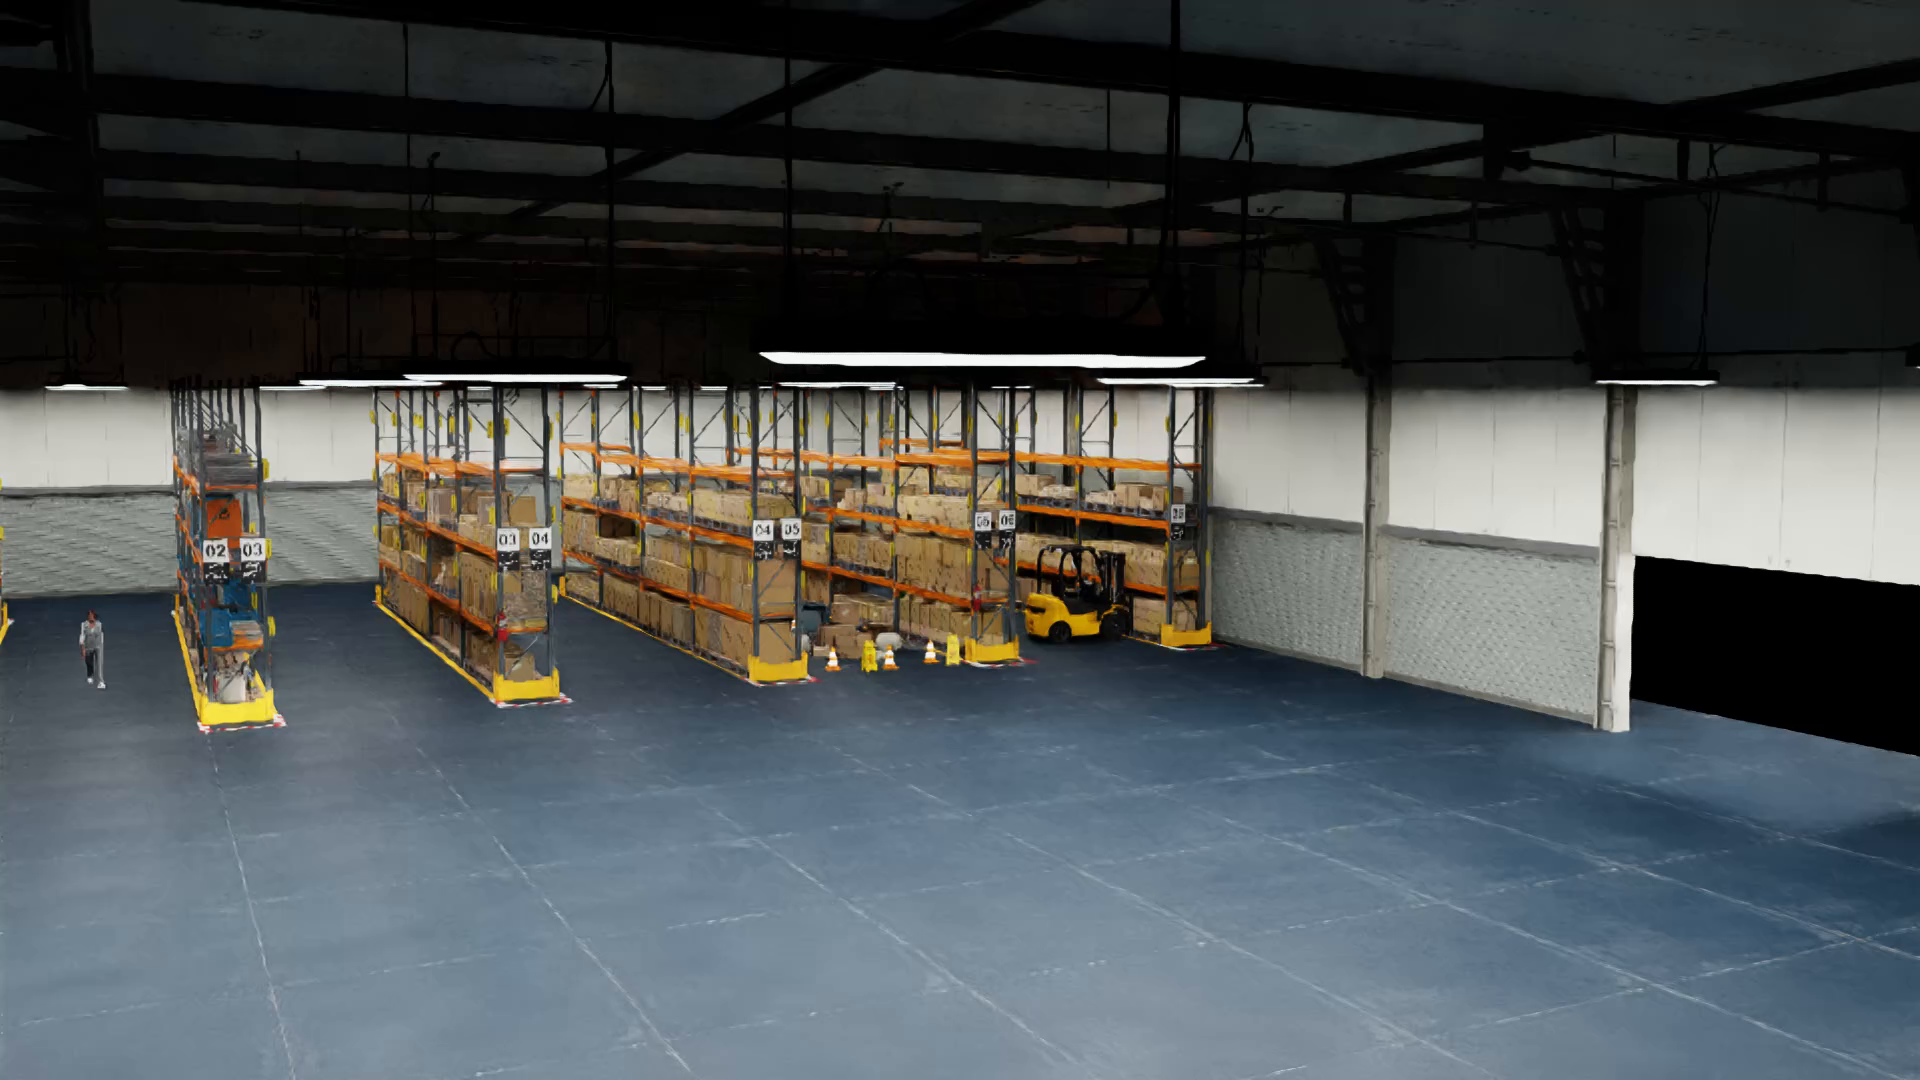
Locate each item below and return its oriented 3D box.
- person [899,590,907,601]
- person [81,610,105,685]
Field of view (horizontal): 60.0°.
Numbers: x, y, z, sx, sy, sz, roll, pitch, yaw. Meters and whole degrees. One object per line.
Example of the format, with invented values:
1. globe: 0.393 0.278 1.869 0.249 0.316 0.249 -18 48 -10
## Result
1. person: -1.409 0.993 43.211 0.612 1.744 0.444 3 6 29
2. person: -16.813 2.068 32.238 0.404 1.481 0.882 -3 6 -29
